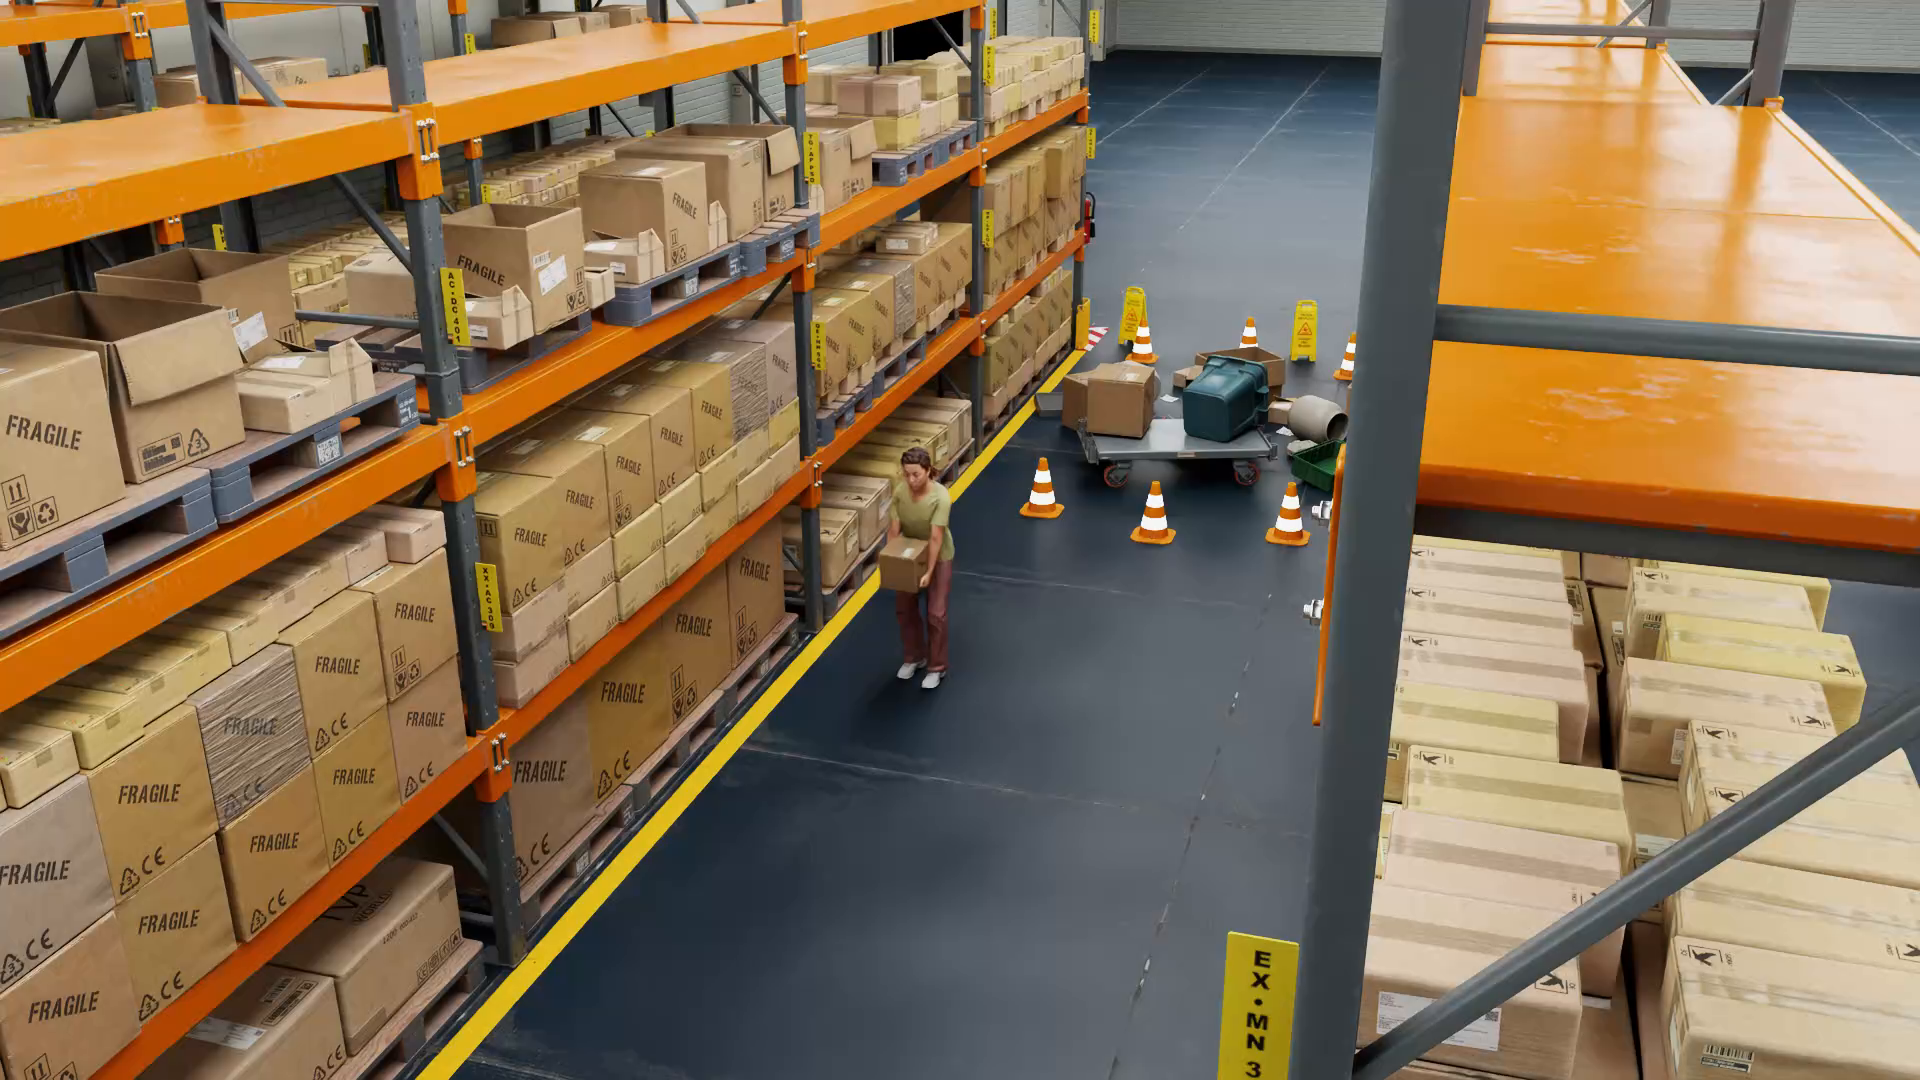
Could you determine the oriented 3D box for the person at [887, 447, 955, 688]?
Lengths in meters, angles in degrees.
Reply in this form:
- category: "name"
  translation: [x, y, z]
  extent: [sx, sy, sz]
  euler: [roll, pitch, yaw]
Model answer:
- category: "person"
  translation: [-0.254, 0.168, 10.732]
  extent: [0.407, 1.644, 0.527]
  euler: [10, 24, 24]
